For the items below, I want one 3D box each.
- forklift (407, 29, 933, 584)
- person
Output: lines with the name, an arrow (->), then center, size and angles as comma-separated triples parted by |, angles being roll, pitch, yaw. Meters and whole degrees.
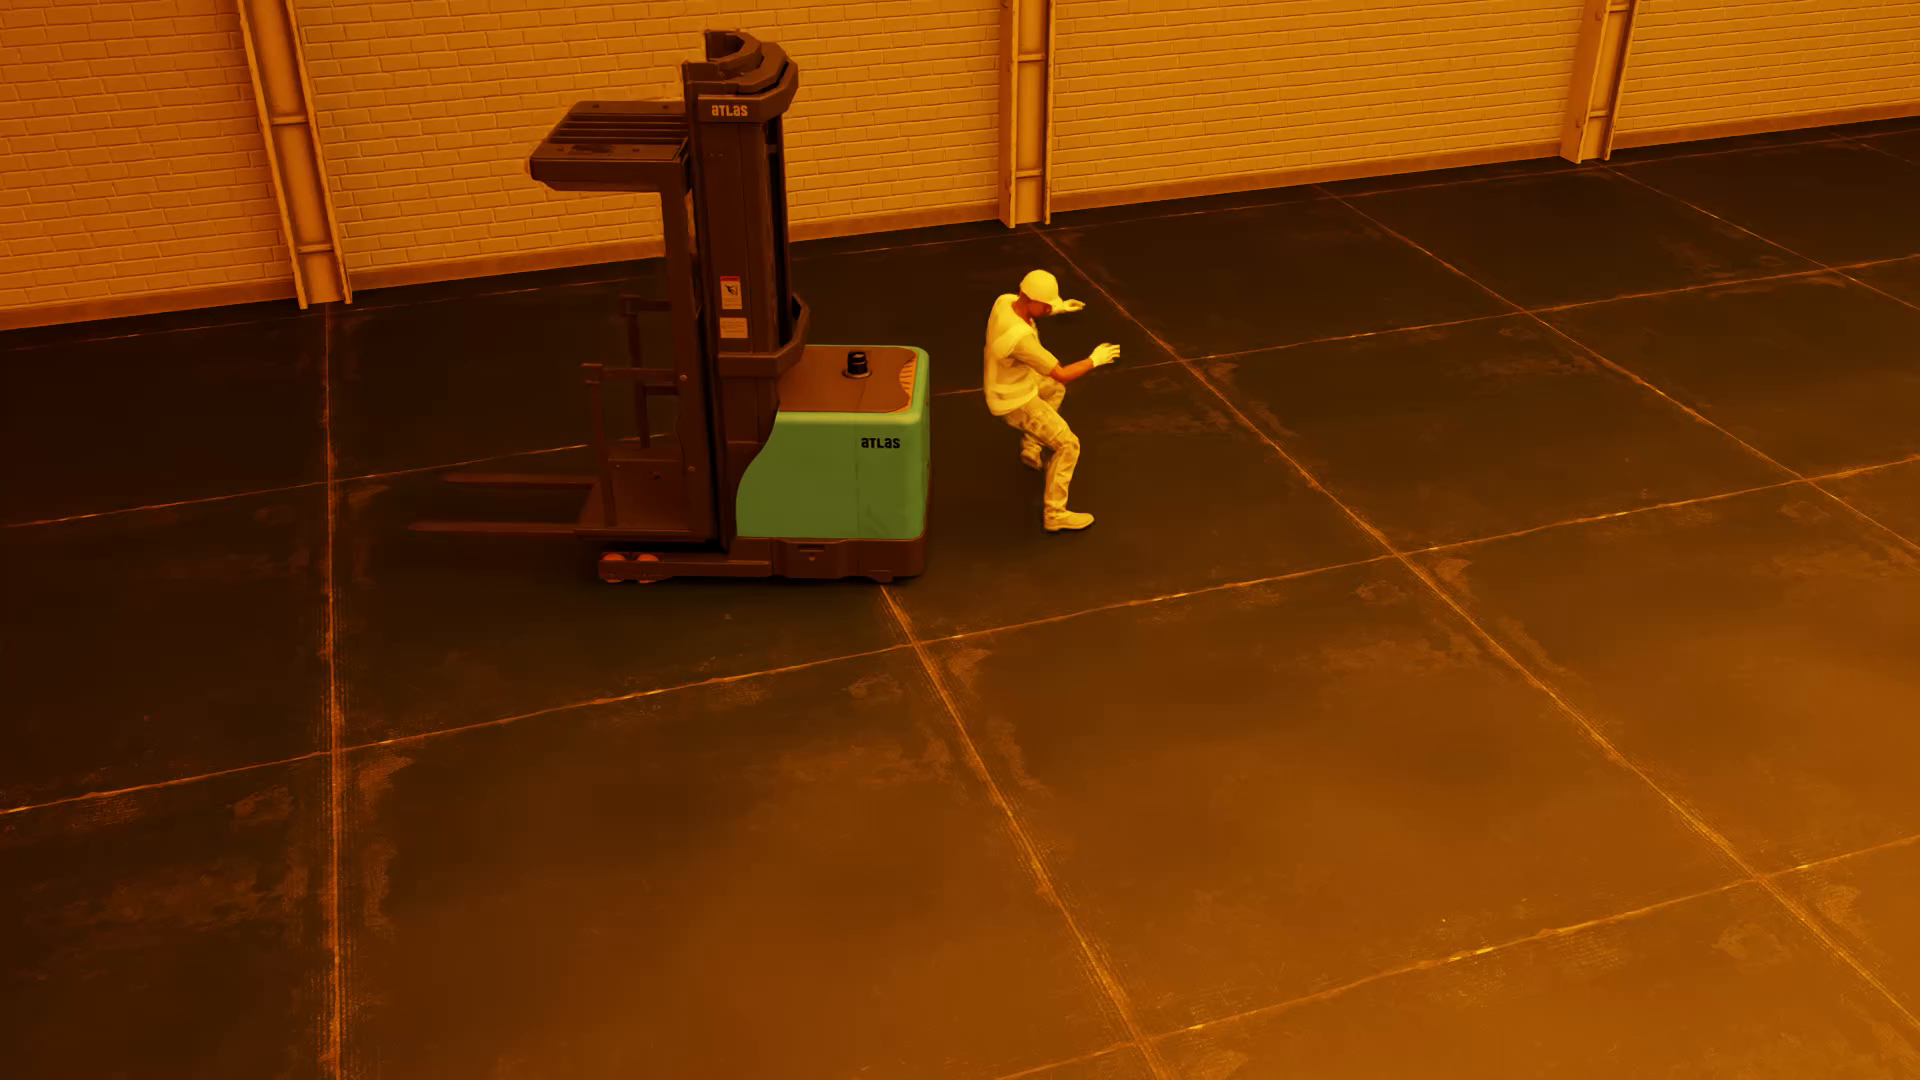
forklift -> -1.699, -1.282, 9.315 | 3.031, 2.935, 1.130 | 1, 30, 2
person -> 0.544, -0.951, 10.154 | 0.795, 1.527, 1.011 | -2, 30, -4
